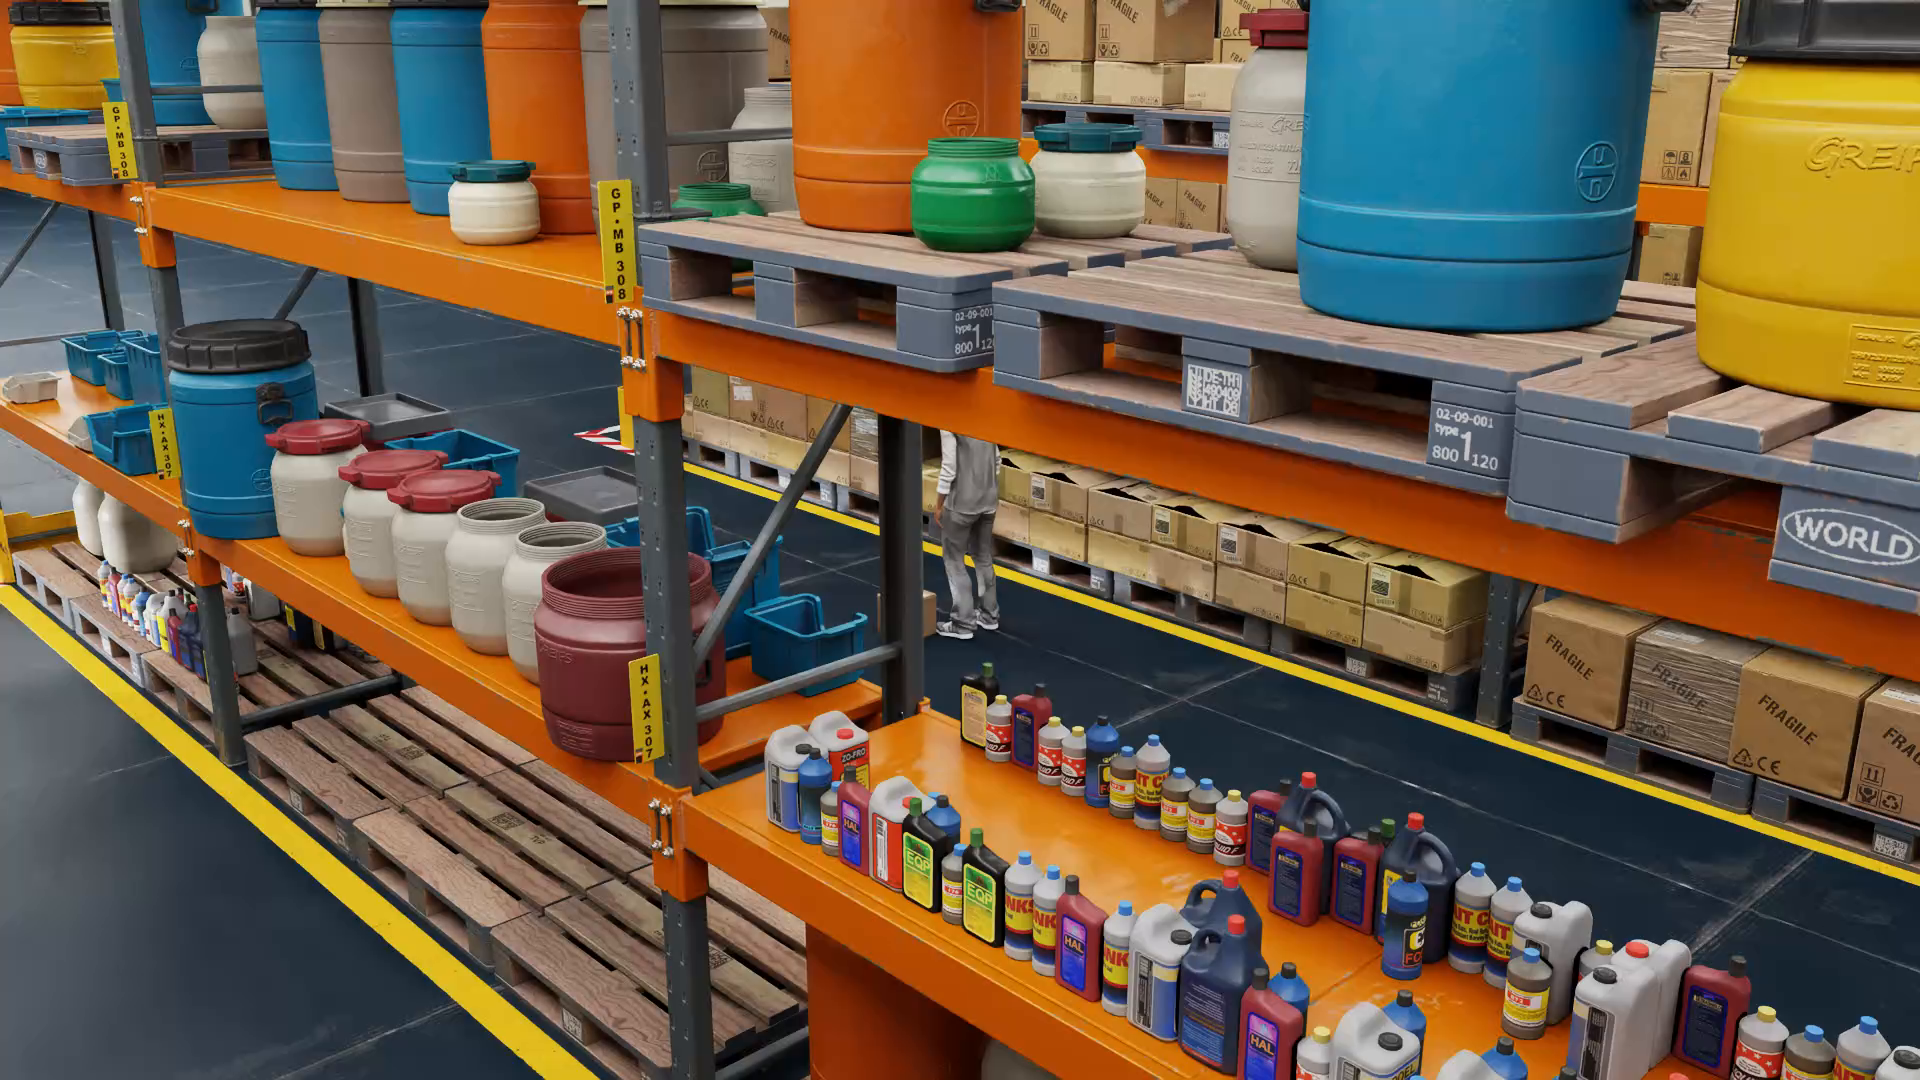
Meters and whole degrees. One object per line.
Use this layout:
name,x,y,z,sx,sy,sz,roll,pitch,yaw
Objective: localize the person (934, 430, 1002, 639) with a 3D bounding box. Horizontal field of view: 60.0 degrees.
person,0.044,-0.205,9.713,0.465,1.593,0.347,-16,23,-40
